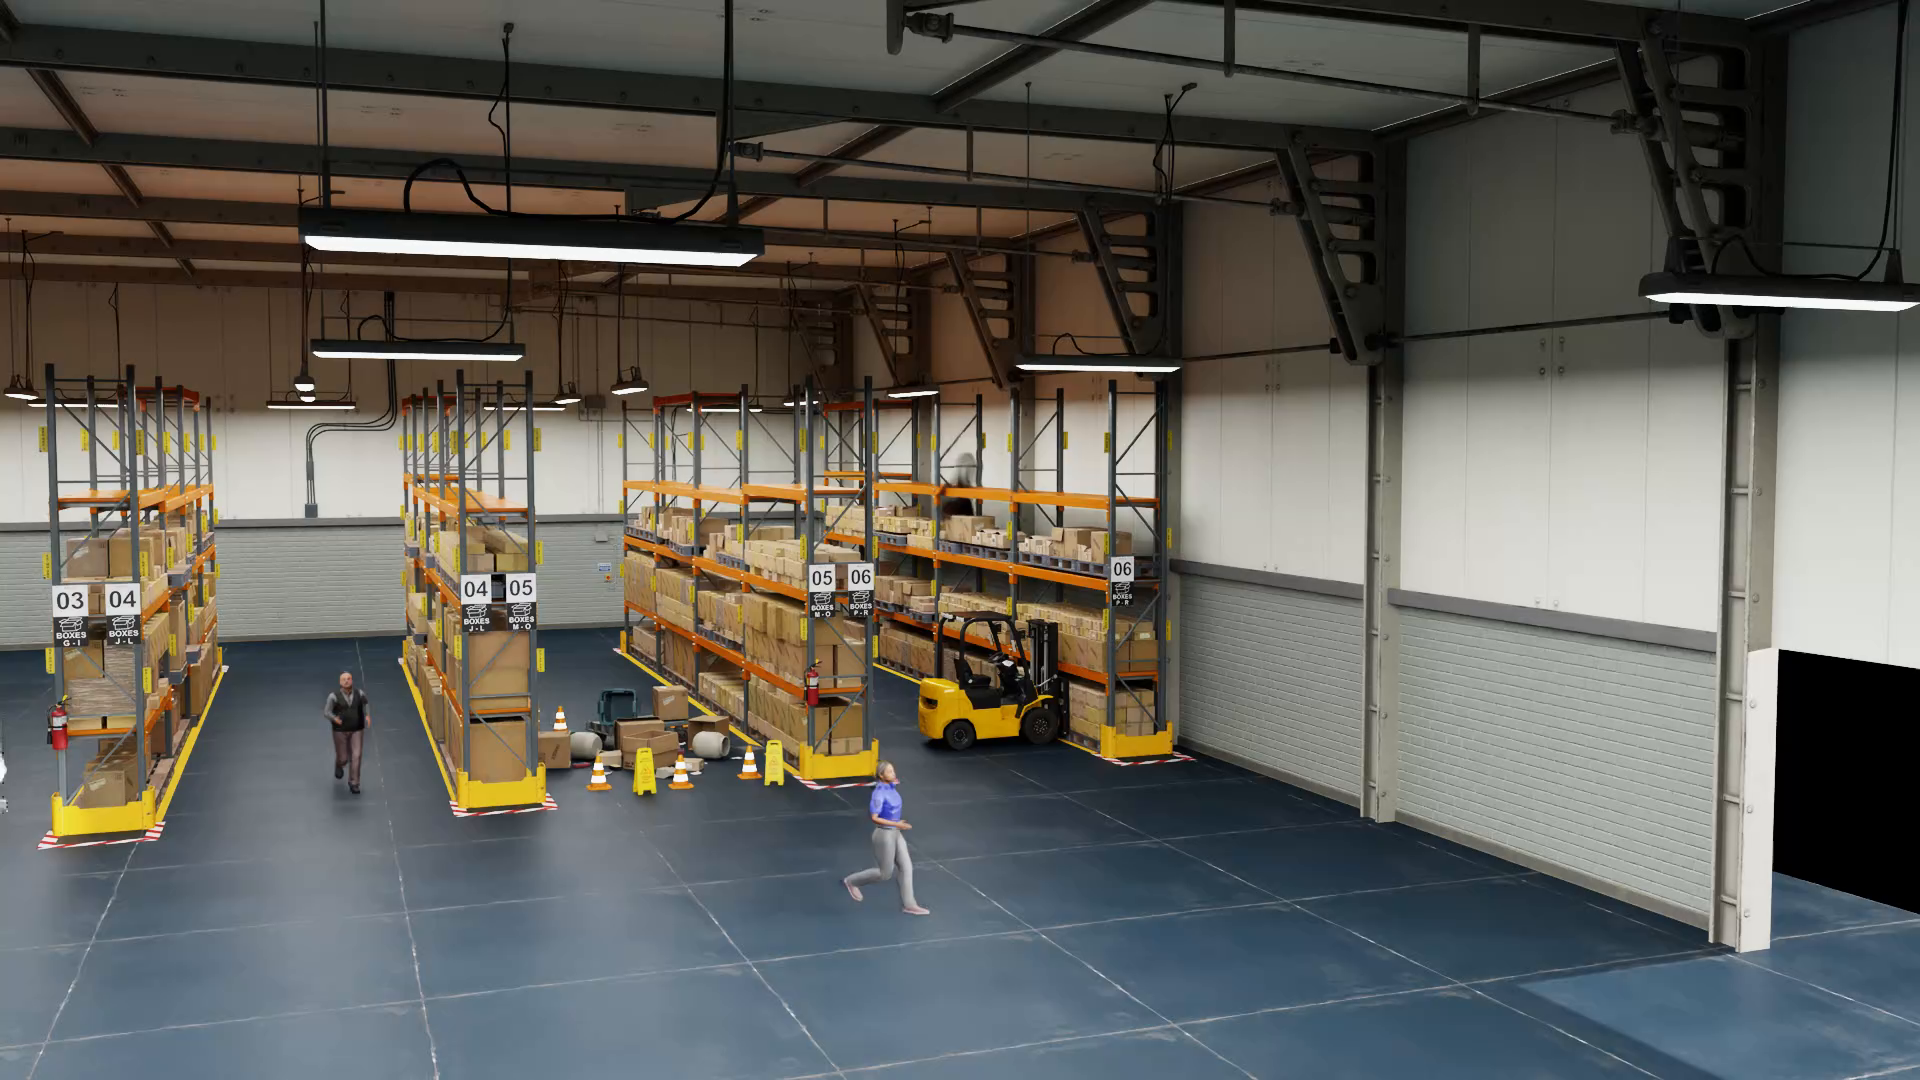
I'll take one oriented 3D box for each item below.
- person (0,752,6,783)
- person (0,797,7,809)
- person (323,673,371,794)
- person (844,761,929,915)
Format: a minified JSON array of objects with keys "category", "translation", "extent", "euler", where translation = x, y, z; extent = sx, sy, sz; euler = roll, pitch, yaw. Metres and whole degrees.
[{"category":"person","translation":[-11.800,3.031,20.028],"extent":[0.621,1.624,0.501],"euler":[-3,5,-42]},{"category":"person","translation":[-10.353,3.089,17.429],"extent":[0.741,1.818,0.645],"euler":[0,3,6]},{"category":"person","translation":[-8.778,2.754,23.897],"extent":[0.676,1.689,0.971],"euler":[-2,4,-29]},{"category":"person","translation":[-0.767,3.162,17.662],"extent":[0.934,1.605,0.595],"euler":[1,4,20]}]
